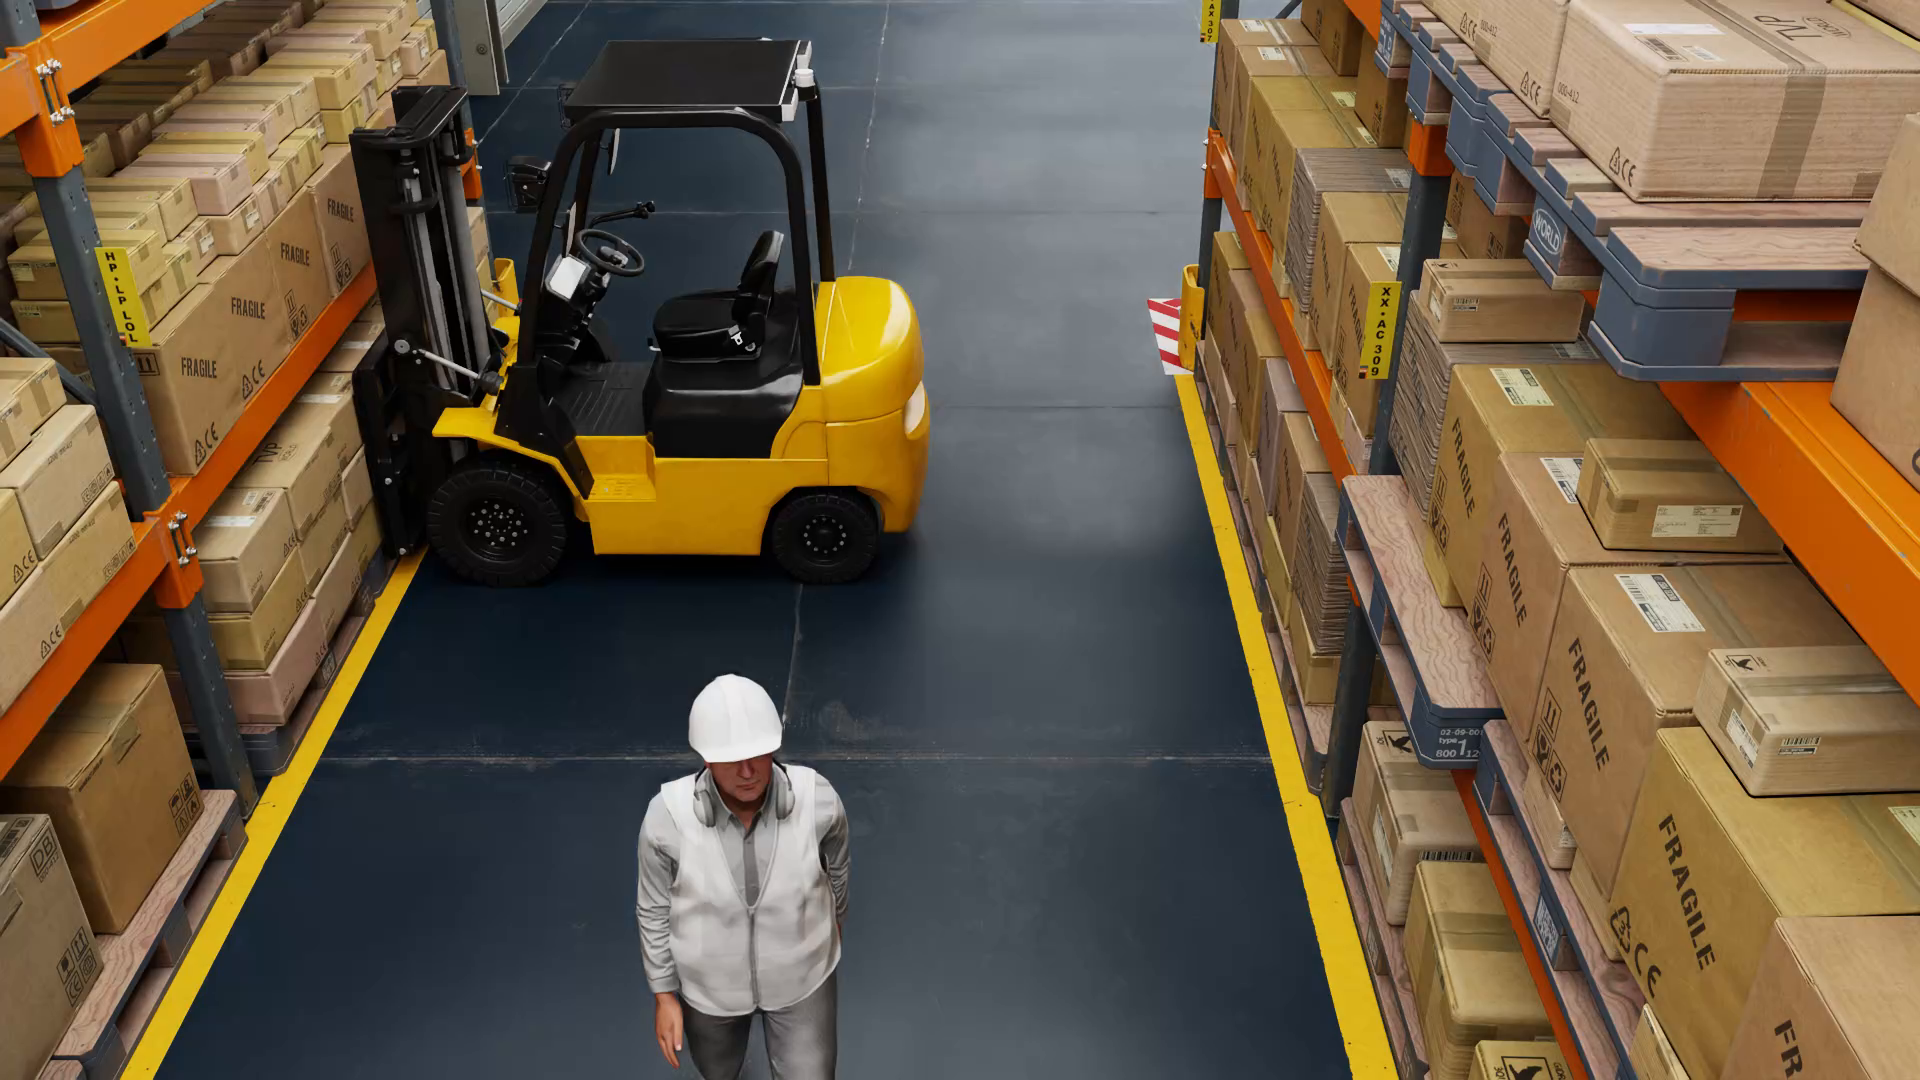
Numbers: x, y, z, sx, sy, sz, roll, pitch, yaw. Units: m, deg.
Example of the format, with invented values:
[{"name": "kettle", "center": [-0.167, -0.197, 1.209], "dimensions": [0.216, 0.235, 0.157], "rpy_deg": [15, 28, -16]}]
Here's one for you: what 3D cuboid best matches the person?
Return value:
[{"name": "person", "center": [-0.543, 1.081, 4.329], "dimensions": [0.550, 1.731, 0.975], "rpy_deg": [-5, 32, -8]}]
